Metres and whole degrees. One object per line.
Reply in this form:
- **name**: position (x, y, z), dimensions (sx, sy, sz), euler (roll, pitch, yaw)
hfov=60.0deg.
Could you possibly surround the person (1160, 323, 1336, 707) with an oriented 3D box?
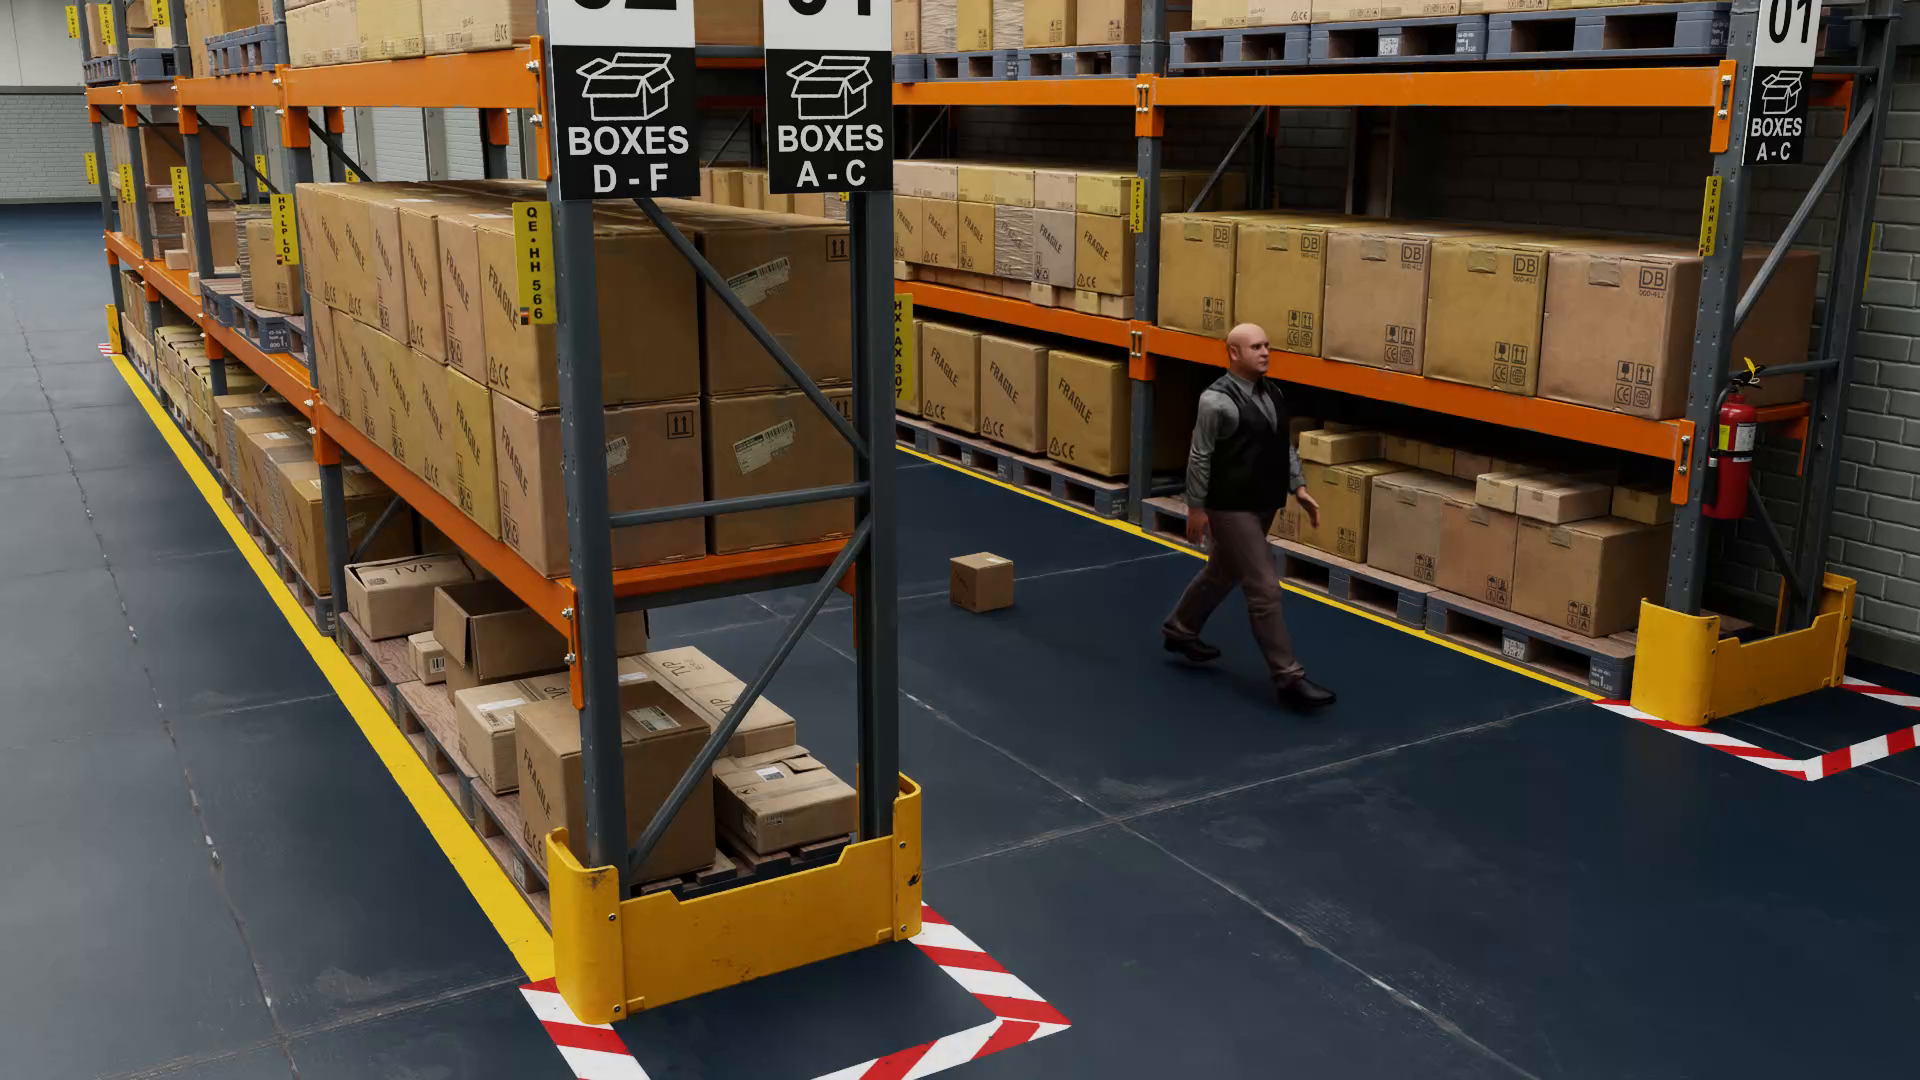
- **person**: position (1.356, -0.152, 7.599), dimensions (1.051, 1.662, 0.552), euler (13, 20, 41)
